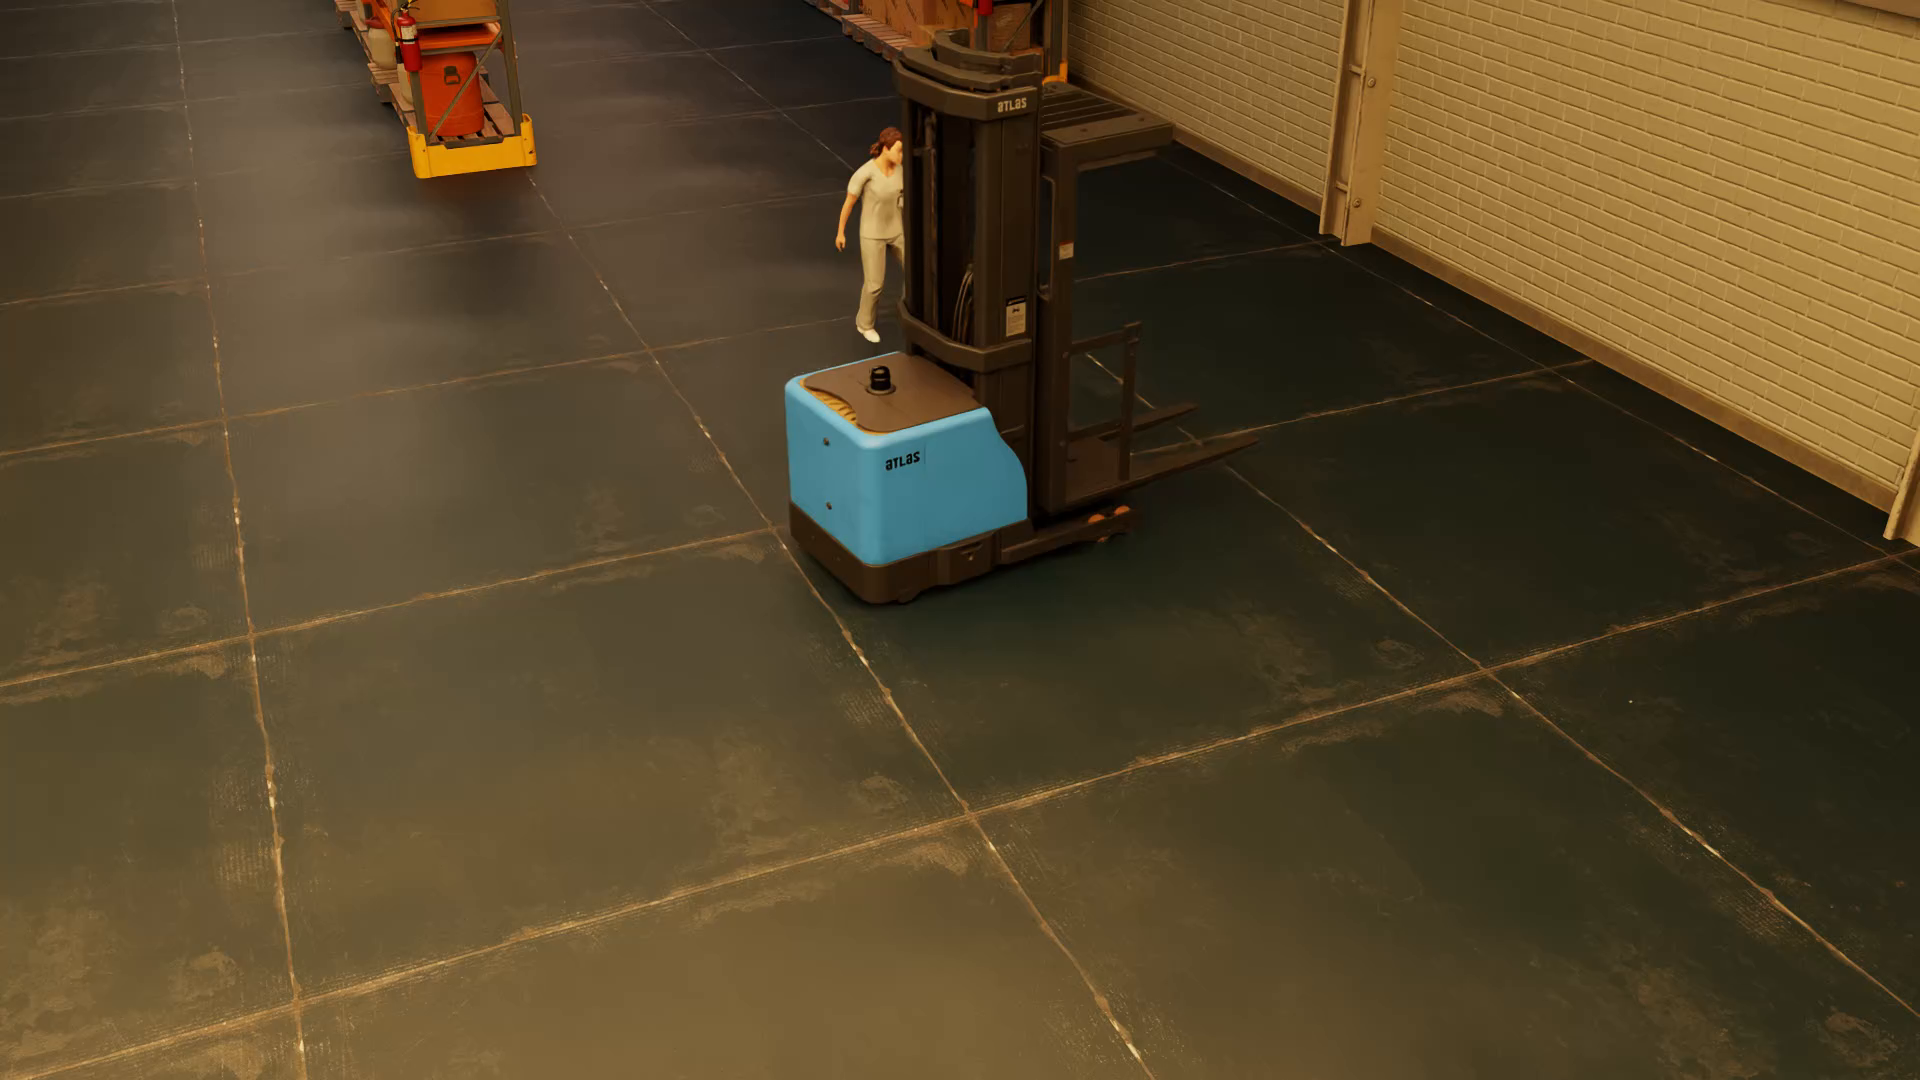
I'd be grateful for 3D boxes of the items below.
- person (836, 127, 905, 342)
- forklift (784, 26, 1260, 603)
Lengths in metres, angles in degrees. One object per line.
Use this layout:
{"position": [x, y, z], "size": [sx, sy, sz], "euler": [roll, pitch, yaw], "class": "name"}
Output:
{"position": [-0.556, -2.299, 12.466], "size": [0.791, 1.643, 0.398], "euler": [-17, 34, -26], "class": "person"}
{"position": [0.491, -1.461, 9.675], "size": [3.031, 2.935, 1.130], "euler": [-18, 34, -28], "class": "forklift"}
